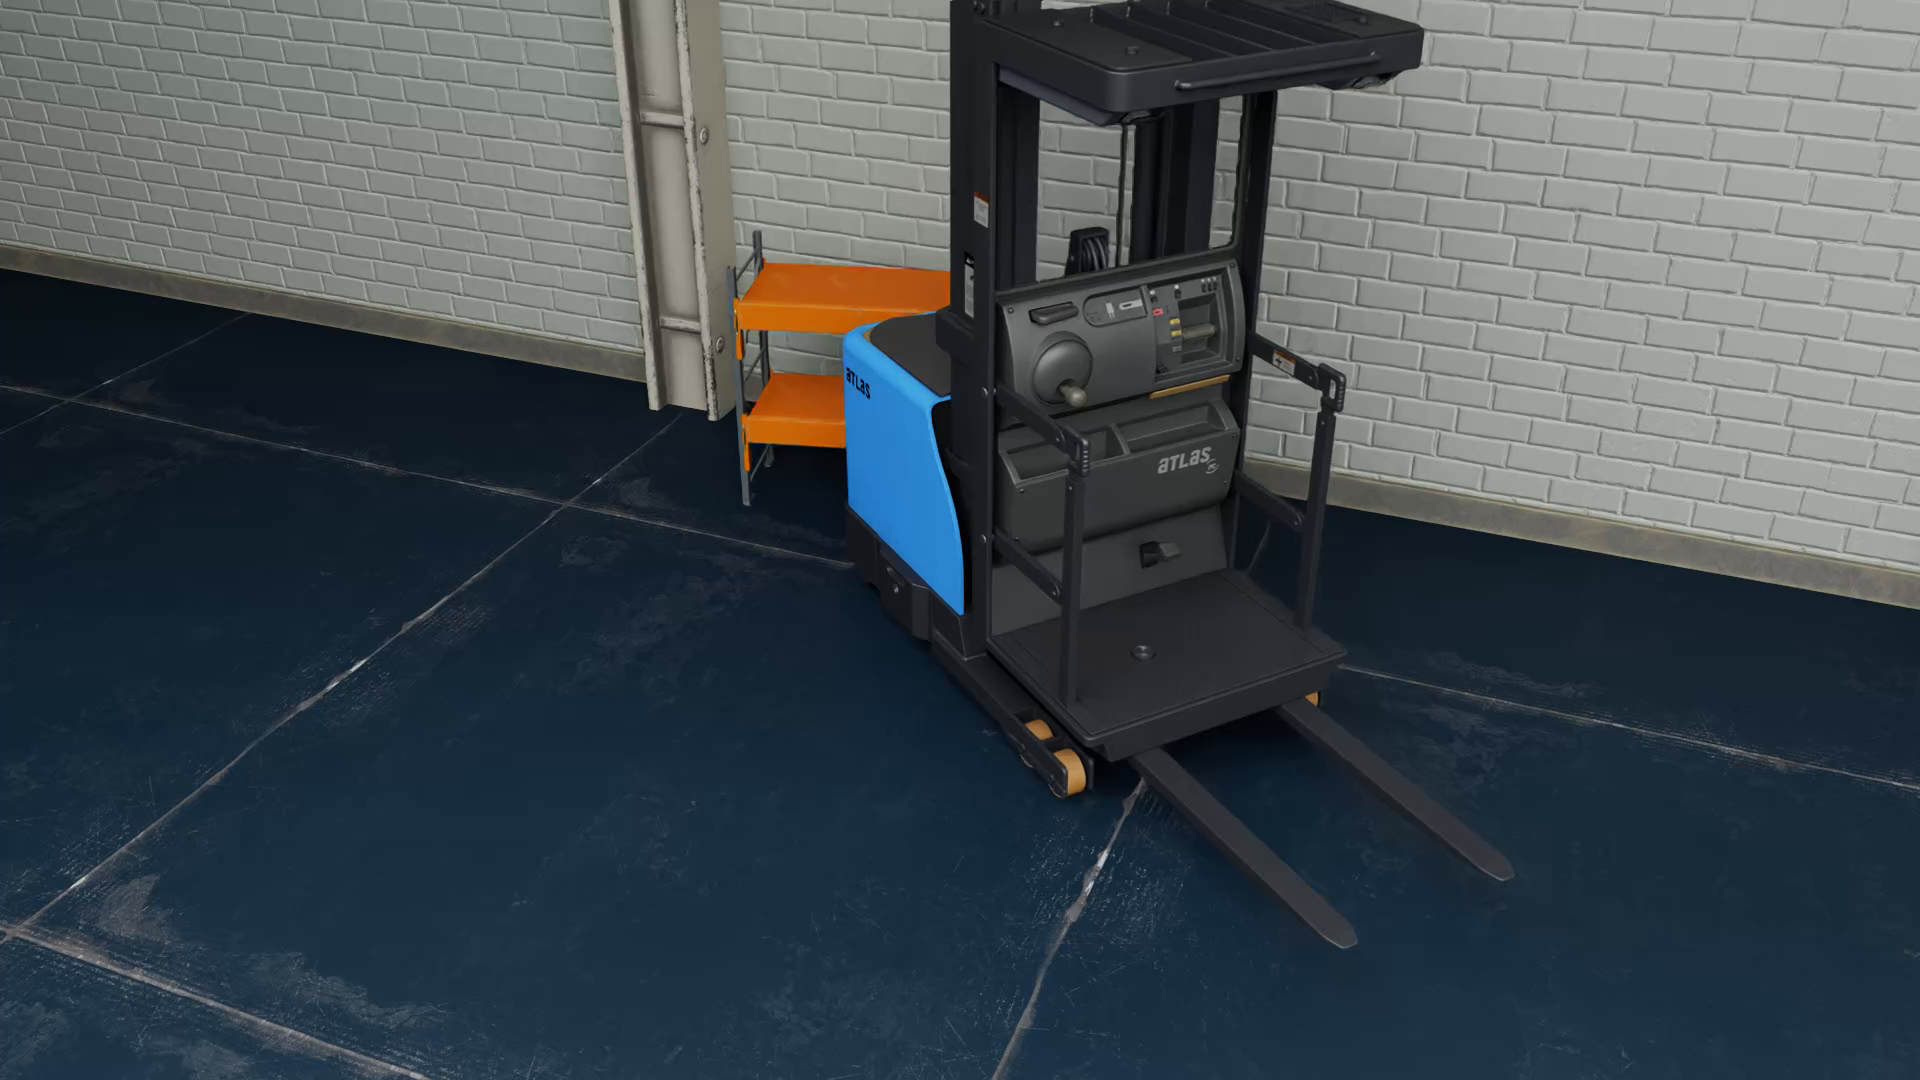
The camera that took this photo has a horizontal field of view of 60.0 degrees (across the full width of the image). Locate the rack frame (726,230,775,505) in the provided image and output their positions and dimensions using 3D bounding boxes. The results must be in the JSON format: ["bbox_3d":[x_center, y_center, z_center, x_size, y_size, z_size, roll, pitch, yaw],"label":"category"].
[{"bbox_3d":[-0.934,-0.769,7.467,0.032,1.125,0.500,4,30,7],"label":"rack frame"}]

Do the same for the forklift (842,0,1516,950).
[{"bbox_3d":[0.665,-0.650,5.421,1.130,2.935,3.031,-15,33,-24],"label":"forklift"}]

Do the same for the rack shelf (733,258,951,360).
[{"bbox_3d":[-0.430,-0.990,7.264,1.000,0.278,0.538,4,30,7],"label":"rack shelf"}]

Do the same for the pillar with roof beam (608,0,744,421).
[{"bbox_3d":[-2.956,-2.654,2.800,0.400,9.000,9.100,11,31,19],"label":"pillar with roof beam"}]

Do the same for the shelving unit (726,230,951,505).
[{"bbox_3d":[-0.430,-0.735,7.408,1.048,1.125,0.538,4,30,7],"label":"shelving unit"}]

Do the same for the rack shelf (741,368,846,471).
[{"bbox_3d":[-0.430,-0.522,7.528,1.000,0.278,0.538,4,30,7],"label":"rack shelf"}]
